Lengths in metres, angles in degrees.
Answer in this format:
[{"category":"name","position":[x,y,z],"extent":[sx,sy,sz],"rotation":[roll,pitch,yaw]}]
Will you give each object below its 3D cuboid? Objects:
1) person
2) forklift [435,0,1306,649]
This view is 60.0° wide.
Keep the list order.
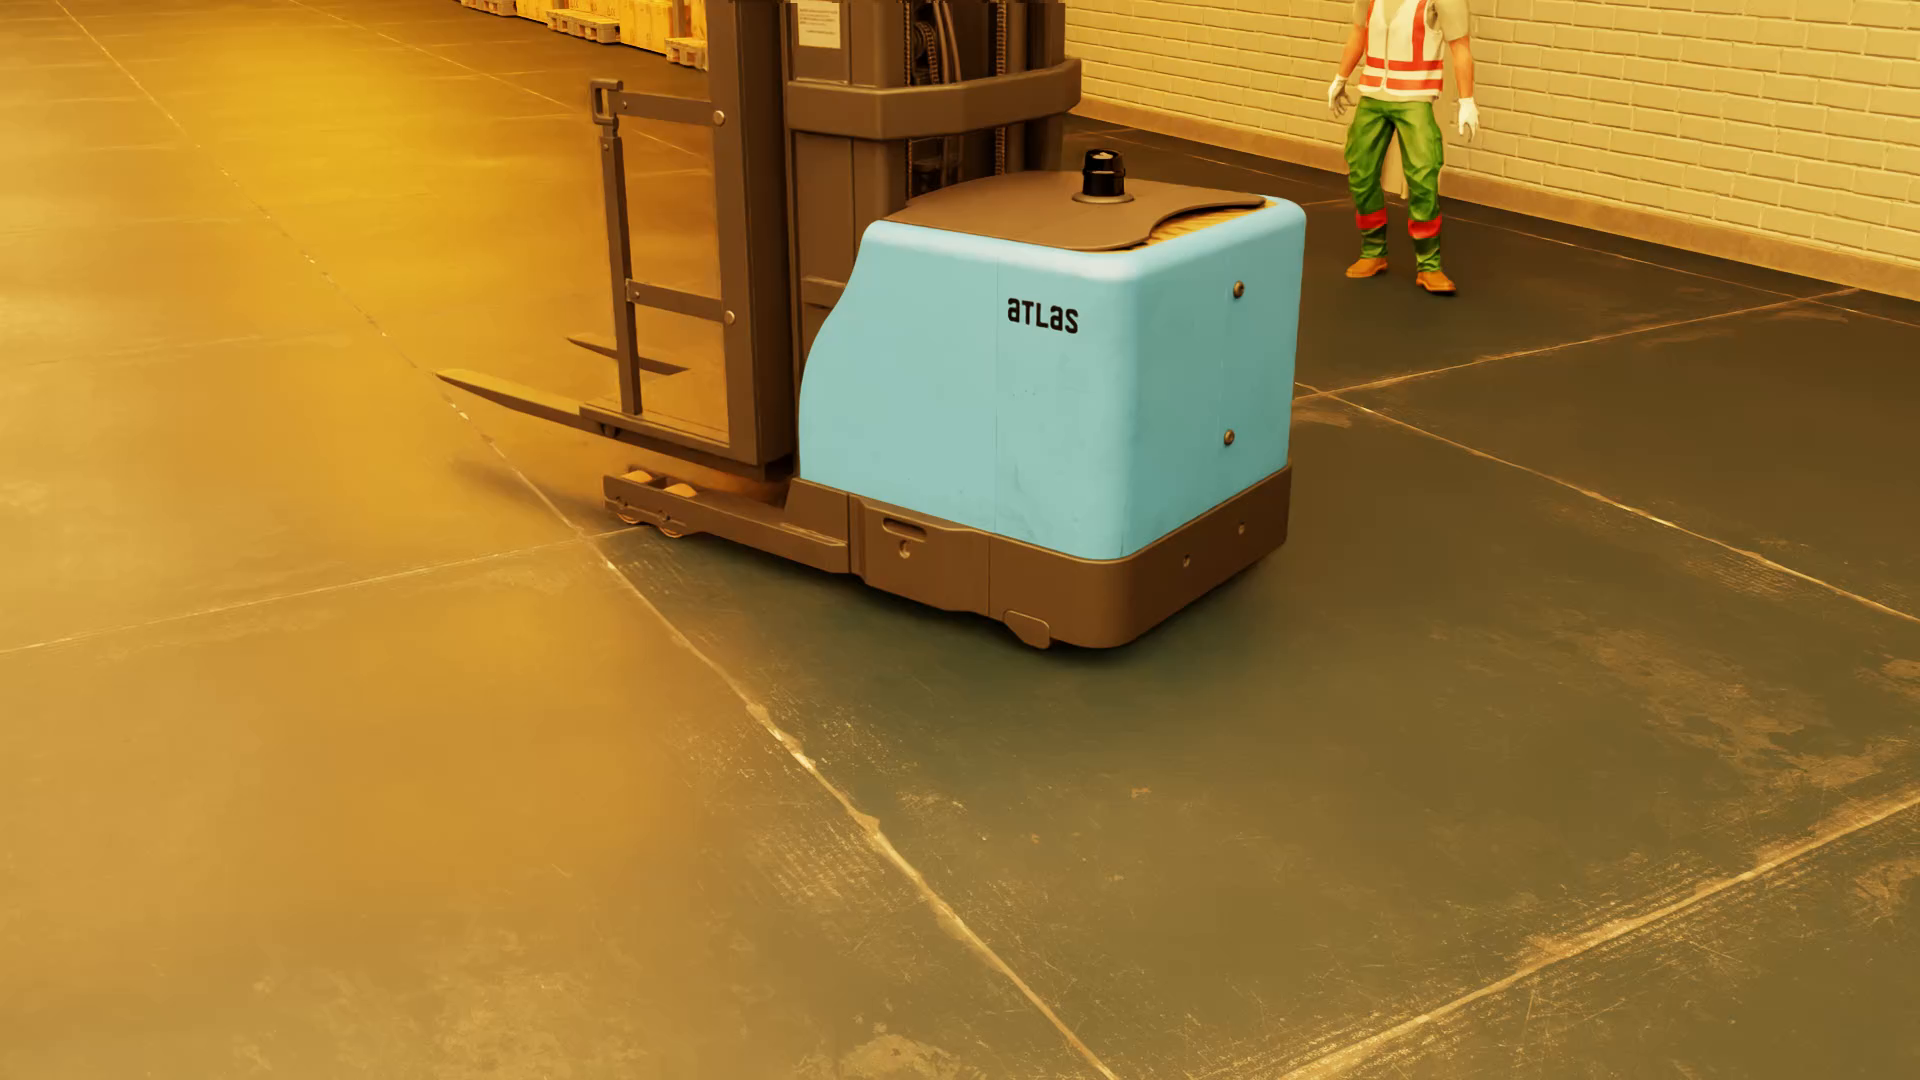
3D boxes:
[{"category":"person","position":[2.104,-2.103,7.987],"extent":[0.880,1.747,0.455],"rotation":[20,30,40]},{"category":"forklift","position":[-0.501,-1.503,4.937],"extent":[3.031,2.935,1.130],"rotation":[16,27,34]}]
